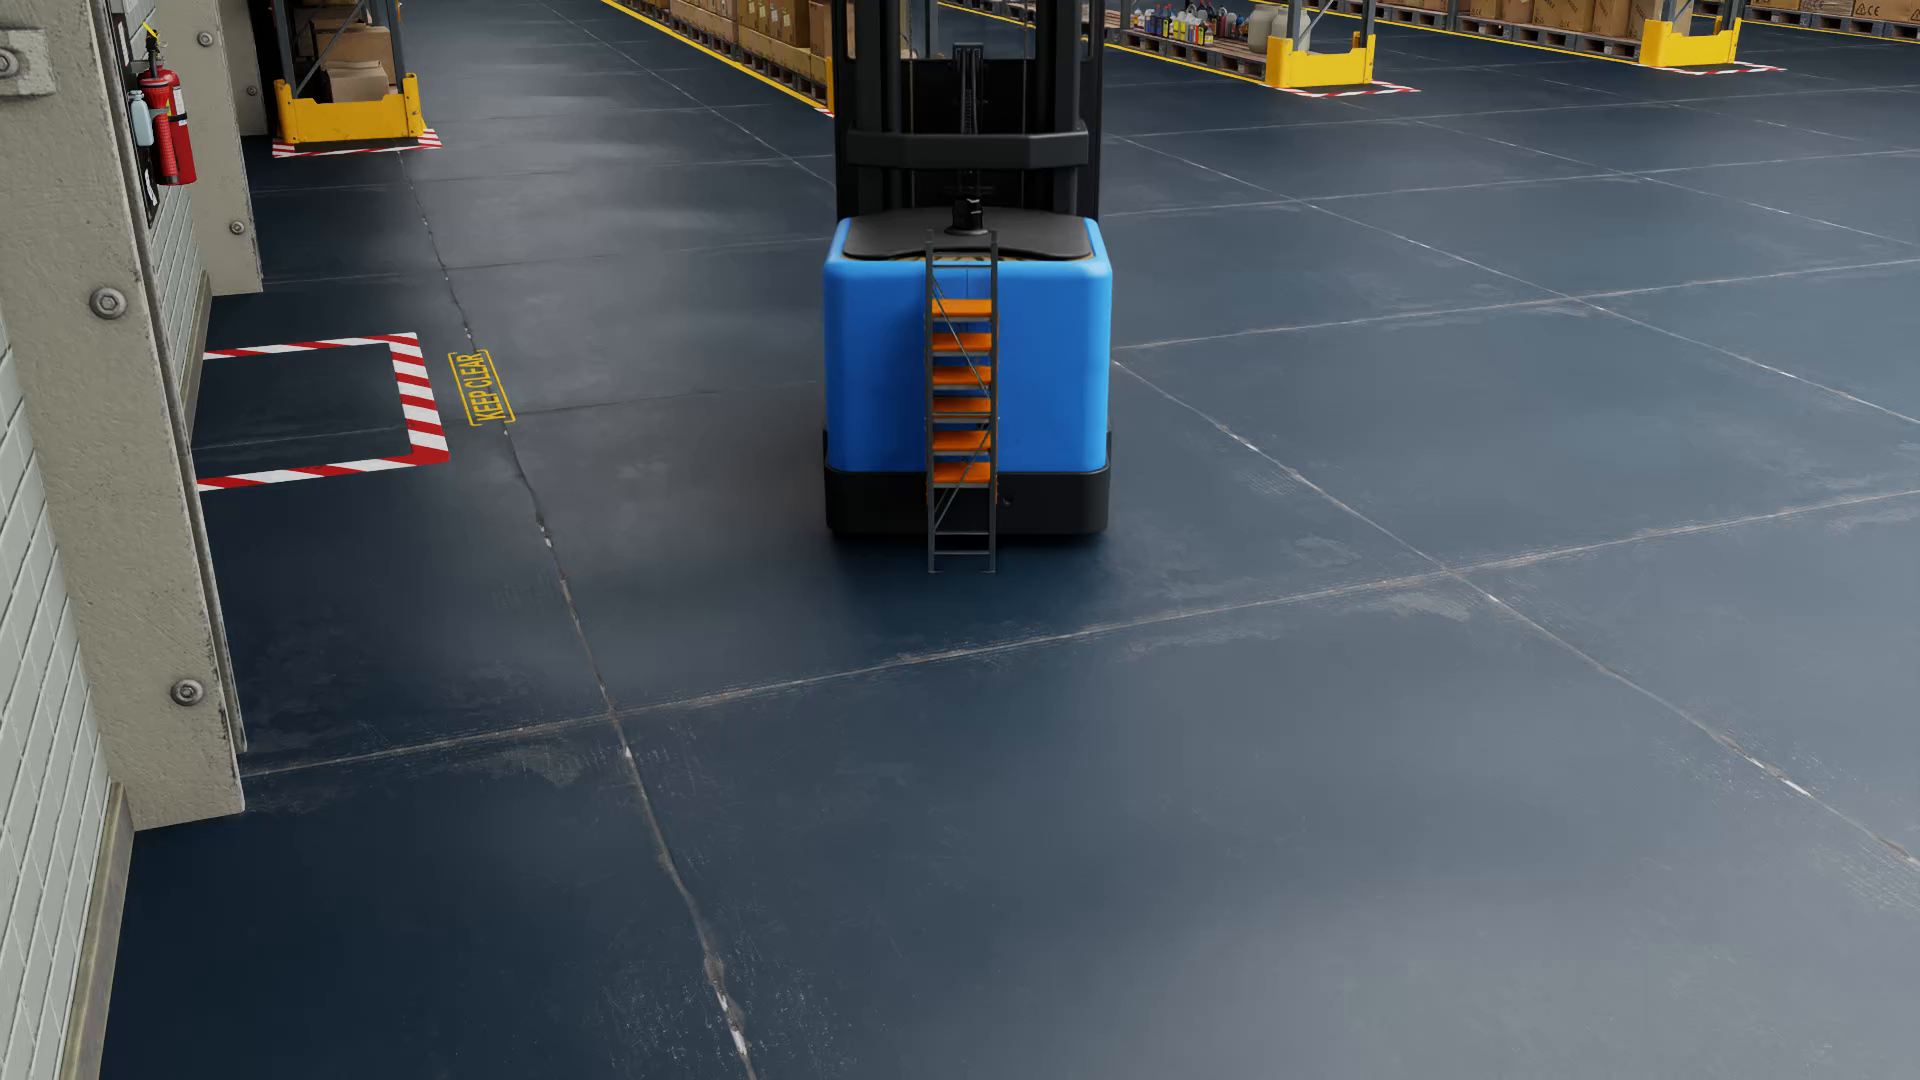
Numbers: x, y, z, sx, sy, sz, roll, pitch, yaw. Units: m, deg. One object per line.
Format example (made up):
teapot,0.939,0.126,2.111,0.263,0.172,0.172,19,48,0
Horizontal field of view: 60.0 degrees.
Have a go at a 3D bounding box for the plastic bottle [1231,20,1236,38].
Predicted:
plastic bottle,3.319,-6.167,20.057,0.097,0.201,0.097,0,23,0

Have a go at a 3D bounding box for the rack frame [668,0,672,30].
rack frame,-3.529,-8.510,22.578,1.000,3.000,0.127,-8,24,-19

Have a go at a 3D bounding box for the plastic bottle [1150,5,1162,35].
plastic bottle,2.416,-6.366,20.337,0.144,0.351,0.185,-8,24,-18

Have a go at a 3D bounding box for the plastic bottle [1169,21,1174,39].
plastic bottle,2.561,-6.123,19.951,0.097,0.201,0.097,0,23,0

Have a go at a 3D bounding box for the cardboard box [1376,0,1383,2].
cardboard box,6.410,-8.273,24.668,0.700,0.500,0.500,-6,24,-15

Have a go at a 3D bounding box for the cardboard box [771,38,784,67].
cardboard box,-1.710,-5.227,17.789,0.500,0.250,0.500,-8,24,-19

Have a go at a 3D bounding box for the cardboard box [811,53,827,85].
cardboard box,-1.169,-4.684,16.500,0.500,0.250,0.500,-8,24,-19

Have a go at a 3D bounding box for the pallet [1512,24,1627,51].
pallet,7.858,-6.446,21.272,1.003,0.211,1.213,-8,24,-19

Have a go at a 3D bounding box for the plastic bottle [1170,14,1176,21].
plastic bottle,2.570,-6.213,20.075,0.097,0.271,0.097,0,23,0

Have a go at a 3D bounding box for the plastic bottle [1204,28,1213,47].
plastic bottle,2.873,-5.802,19.189,0.097,0.201,0.097,0,23,0

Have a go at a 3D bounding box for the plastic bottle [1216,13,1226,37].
plastic bottle,3.152,-6.230,20.099,0.061,0.283,0.133,-8,24,-19

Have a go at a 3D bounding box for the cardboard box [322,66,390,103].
cardboard box,-5.496,-4.149,15.128,0.500,0.311,0.500,-11,25,-25

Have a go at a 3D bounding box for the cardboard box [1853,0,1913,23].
cardboard box,12.627,-7.376,22.082,0.875,0.875,0.875,-9,24,-20

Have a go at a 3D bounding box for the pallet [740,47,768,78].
pallet,-1.875,-5.477,18.972,1.003,0.211,1.213,-8,24,-19

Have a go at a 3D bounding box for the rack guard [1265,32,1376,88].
rack guard,3.861,-5.150,17.826,1.175,0.500,0.348,-8,24,-19

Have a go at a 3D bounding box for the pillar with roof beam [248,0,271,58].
pillar with roof beam,-4.485,-10.593,19.796,9.100,9.000,0.400,-8,24,-19

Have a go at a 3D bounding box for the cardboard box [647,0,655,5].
cardboard box,-4.262,-8.056,24.154,0.500,0.500,0.500,-9,25,-21

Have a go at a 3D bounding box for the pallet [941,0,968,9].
pallet,0.361,-8.626,26.445,1.003,0.211,1.213,-8,24,-19

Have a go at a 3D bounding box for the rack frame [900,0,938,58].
rack frame,-0.703,-5.603,15.681,1.000,3.000,0.127,-8,24,-19

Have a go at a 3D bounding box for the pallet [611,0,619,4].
pallet,-5.184,-8.928,27.160,1.003,0.211,1.213,-8,24,-19

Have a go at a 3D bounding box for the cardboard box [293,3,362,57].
cardboard box,-7.025,-5.691,18.543,0.700,0.500,0.500,-7,24,-17

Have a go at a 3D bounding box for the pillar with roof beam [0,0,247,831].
pillar with roof beam,1.874,-4.052,4.279,9.100,9.000,0.400,-8,24,-19

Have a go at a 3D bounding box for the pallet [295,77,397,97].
pallet,-6.044,-4.407,16.434,1.003,0.211,1.213,-8,24,-19

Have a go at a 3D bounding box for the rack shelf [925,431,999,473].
rack shelf,0.006,-0.317,5.880,0.258,0.103,0.180,0,23,0

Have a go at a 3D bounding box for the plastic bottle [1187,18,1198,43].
plastic bottle,2.761,-5.982,19.520,0.152,0.276,0.135,-9,24,-20

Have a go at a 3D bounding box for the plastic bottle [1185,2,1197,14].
plastic bottle,2.881,-6.502,20.660,0.144,0.351,0.185,-8,24,-19

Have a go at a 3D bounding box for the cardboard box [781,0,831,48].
cardboard box,-1.538,-5.390,17.211,0.500,0.500,0.500,-8,24,-19

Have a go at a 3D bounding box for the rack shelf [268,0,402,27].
rack shelf,-6.043,-5.317,15.929,1.077,0.370,4.000,-8,24,-19

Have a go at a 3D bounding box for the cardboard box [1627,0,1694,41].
cardboard box,8.361,-6.232,19.850,0.500,0.500,0.500,-4,23,-9

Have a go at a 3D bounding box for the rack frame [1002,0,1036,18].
rack frame,1.106,-9.188,24.187,1.000,3.000,0.127,-8,24,-19

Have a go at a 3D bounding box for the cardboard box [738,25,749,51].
cardboard box,-2.236,-5.773,19.084,0.500,0.250,0.500,-8,24,-19

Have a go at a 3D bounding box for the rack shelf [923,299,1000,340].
rack shelf,0.006,-0.759,5.694,0.258,0.103,0.180,0,23,0

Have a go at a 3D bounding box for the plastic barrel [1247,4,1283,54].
plastic barrel,3.451,-5.739,18.667,0.421,0.512,0.421,0,23,0

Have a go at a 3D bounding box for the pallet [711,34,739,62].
pallet,-2.413,-6.034,20.294,1.003,0.211,1.213,-8,24,-19

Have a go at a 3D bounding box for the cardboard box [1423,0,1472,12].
cardboard box,6.956,-7.691,23.287,0.700,0.500,0.500,-10,25,-23

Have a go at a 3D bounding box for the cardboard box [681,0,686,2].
cardboard box,-3.426,-7.274,21.924,0.500,0.311,0.500,-9,24,-20

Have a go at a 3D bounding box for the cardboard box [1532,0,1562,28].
cardboard box,7.759,-6.883,21.396,0.500,0.500,0.500,-11,25,-24

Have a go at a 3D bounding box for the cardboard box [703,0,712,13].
cardboard box,-2.891,-6.719,20.606,0.500,0.311,0.500,-8,24,-19

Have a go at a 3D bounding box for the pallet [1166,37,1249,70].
pallet,3.152,-5.756,19.634,1.003,0.211,1.213,-8,24,-19

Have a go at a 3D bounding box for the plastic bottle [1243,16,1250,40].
plastic bottle,3.427,-6.089,19.781,0.097,0.271,0.097,0,23,0

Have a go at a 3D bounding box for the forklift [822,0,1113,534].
forklift,0.033,-1.893,6.968,1.130,2.935,3.031,0,23,0

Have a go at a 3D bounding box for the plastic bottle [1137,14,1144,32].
plastic bottle,2.257,-6.435,20.692,0.097,0.201,0.097,0,23,0

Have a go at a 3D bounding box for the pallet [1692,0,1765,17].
pallet,11.485,-8.043,25.061,1.003,0.211,1.213,-8,24,-19

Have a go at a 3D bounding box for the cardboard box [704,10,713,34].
cardboard box,-2.892,-6.463,20.723,0.500,0.250,0.500,-8,24,-18

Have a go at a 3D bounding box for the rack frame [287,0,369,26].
rack frame,-8.162,-7.829,20.962,1.000,3.000,0.127,-8,24,-19

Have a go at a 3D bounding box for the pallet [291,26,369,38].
pallet,-7.888,-6.260,20.829,1.003,0.211,1.213,-8,24,-19

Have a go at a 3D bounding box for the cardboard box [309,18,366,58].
cardboard box,-6.345,-5.054,17.032,0.500,0.500,0.500,-10,25,-23

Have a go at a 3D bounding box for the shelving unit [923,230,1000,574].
shelving unit,0.006,-0.468,5.816,0.258,1.200,0.189,0,23,0

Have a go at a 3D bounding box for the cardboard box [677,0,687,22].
cardboard box,-3.441,-7.023,22.050,0.500,0.250,0.500,-9,24,-20

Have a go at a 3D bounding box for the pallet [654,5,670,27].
pallet,-3.758,-7.501,23.775,1.003,0.211,1.213,-8,24,-19

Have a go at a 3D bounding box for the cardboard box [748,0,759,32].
cardboard box,-2.061,-5.936,18.506,0.500,0.500,0.500,-8,24,-19

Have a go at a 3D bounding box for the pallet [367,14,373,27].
pallet,-8.370,-6.840,22.208,1.003,0.211,1.213,-8,24,-19

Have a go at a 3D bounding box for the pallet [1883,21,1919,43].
pallet,12.886,-6.599,21.636,1.003,0.211,1.213,-8,24,-19

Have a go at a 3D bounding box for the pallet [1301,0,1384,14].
pallet,6.014,-8.298,25.667,1.003,0.211,1.213,-8,24,-19
